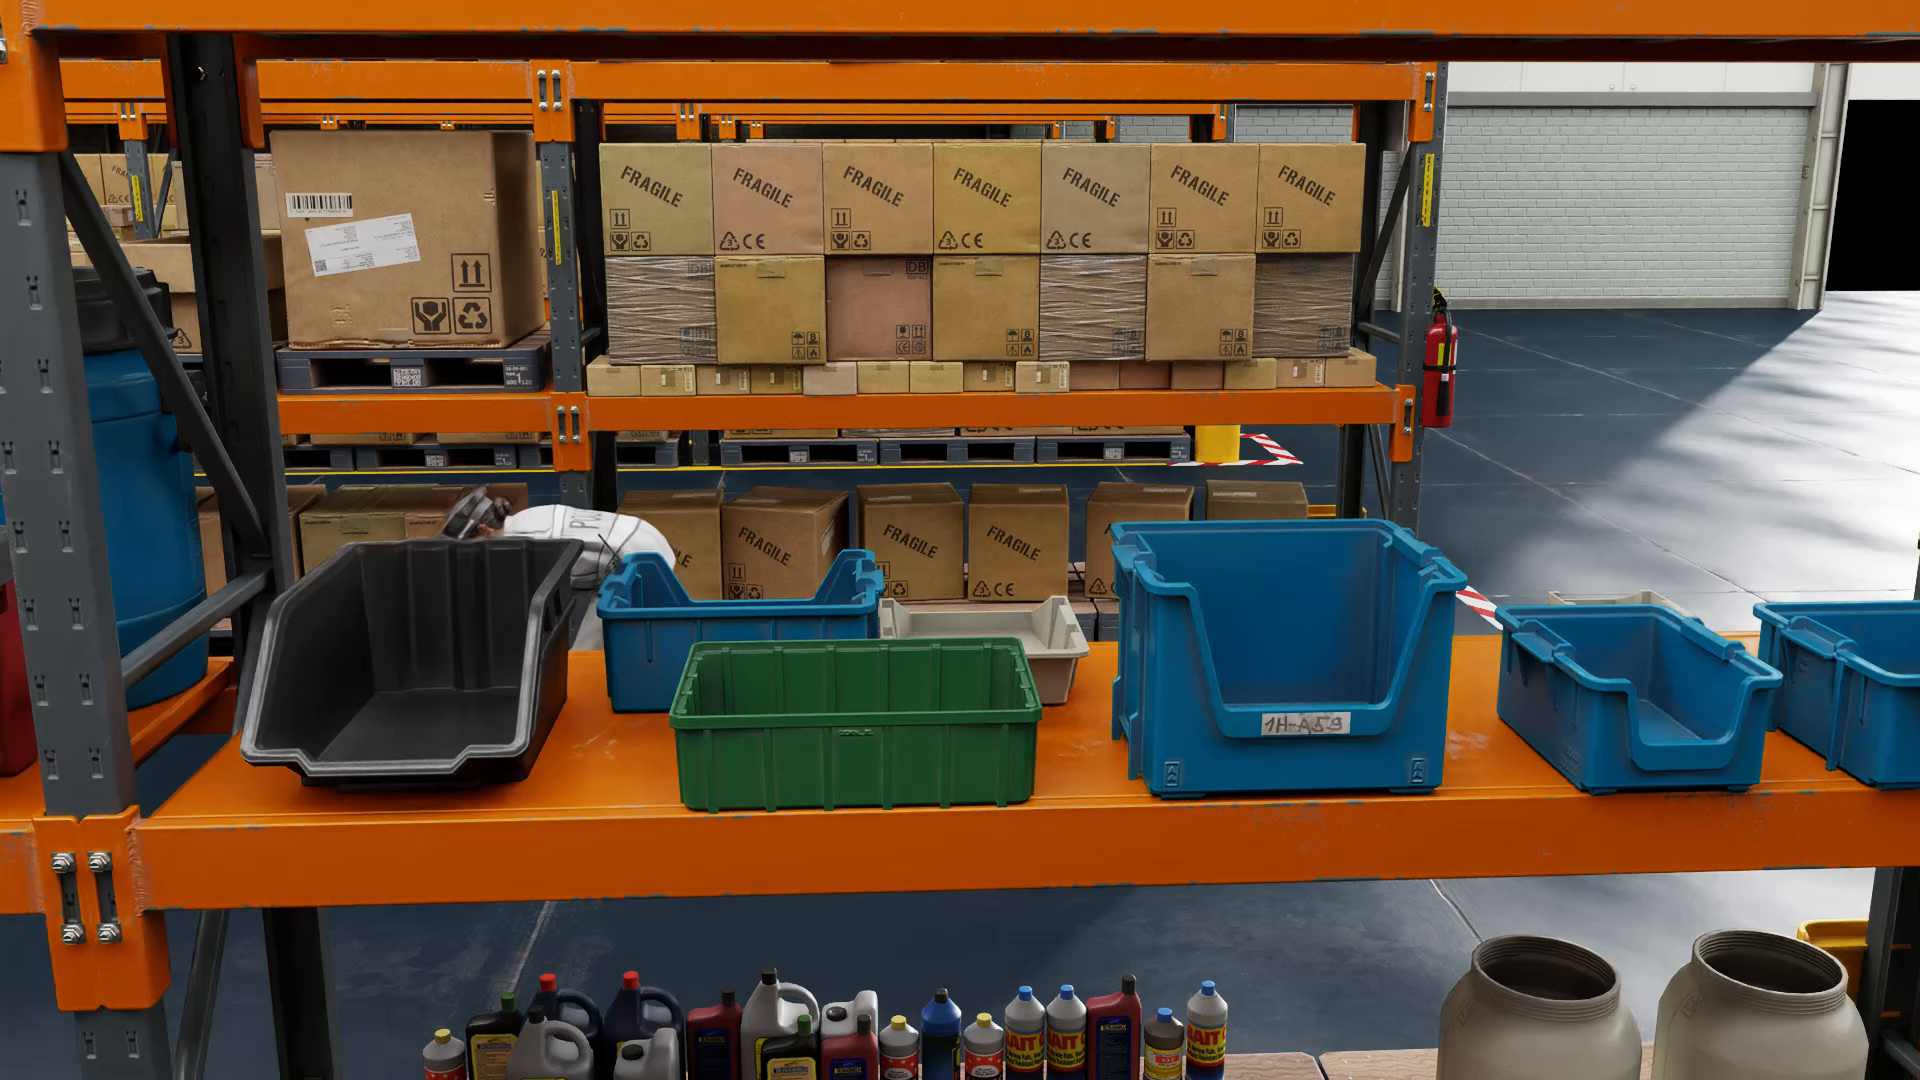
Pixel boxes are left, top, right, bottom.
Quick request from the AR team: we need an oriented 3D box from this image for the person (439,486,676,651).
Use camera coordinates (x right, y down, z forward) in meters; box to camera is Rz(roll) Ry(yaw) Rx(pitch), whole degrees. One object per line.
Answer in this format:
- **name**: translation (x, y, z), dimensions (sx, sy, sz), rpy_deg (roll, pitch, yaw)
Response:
- **person**: translation (-1.597, 0.341, 6.689), dimensions (0.915, 1.148, 0.441), rpy_deg (-1, 14, -6)
